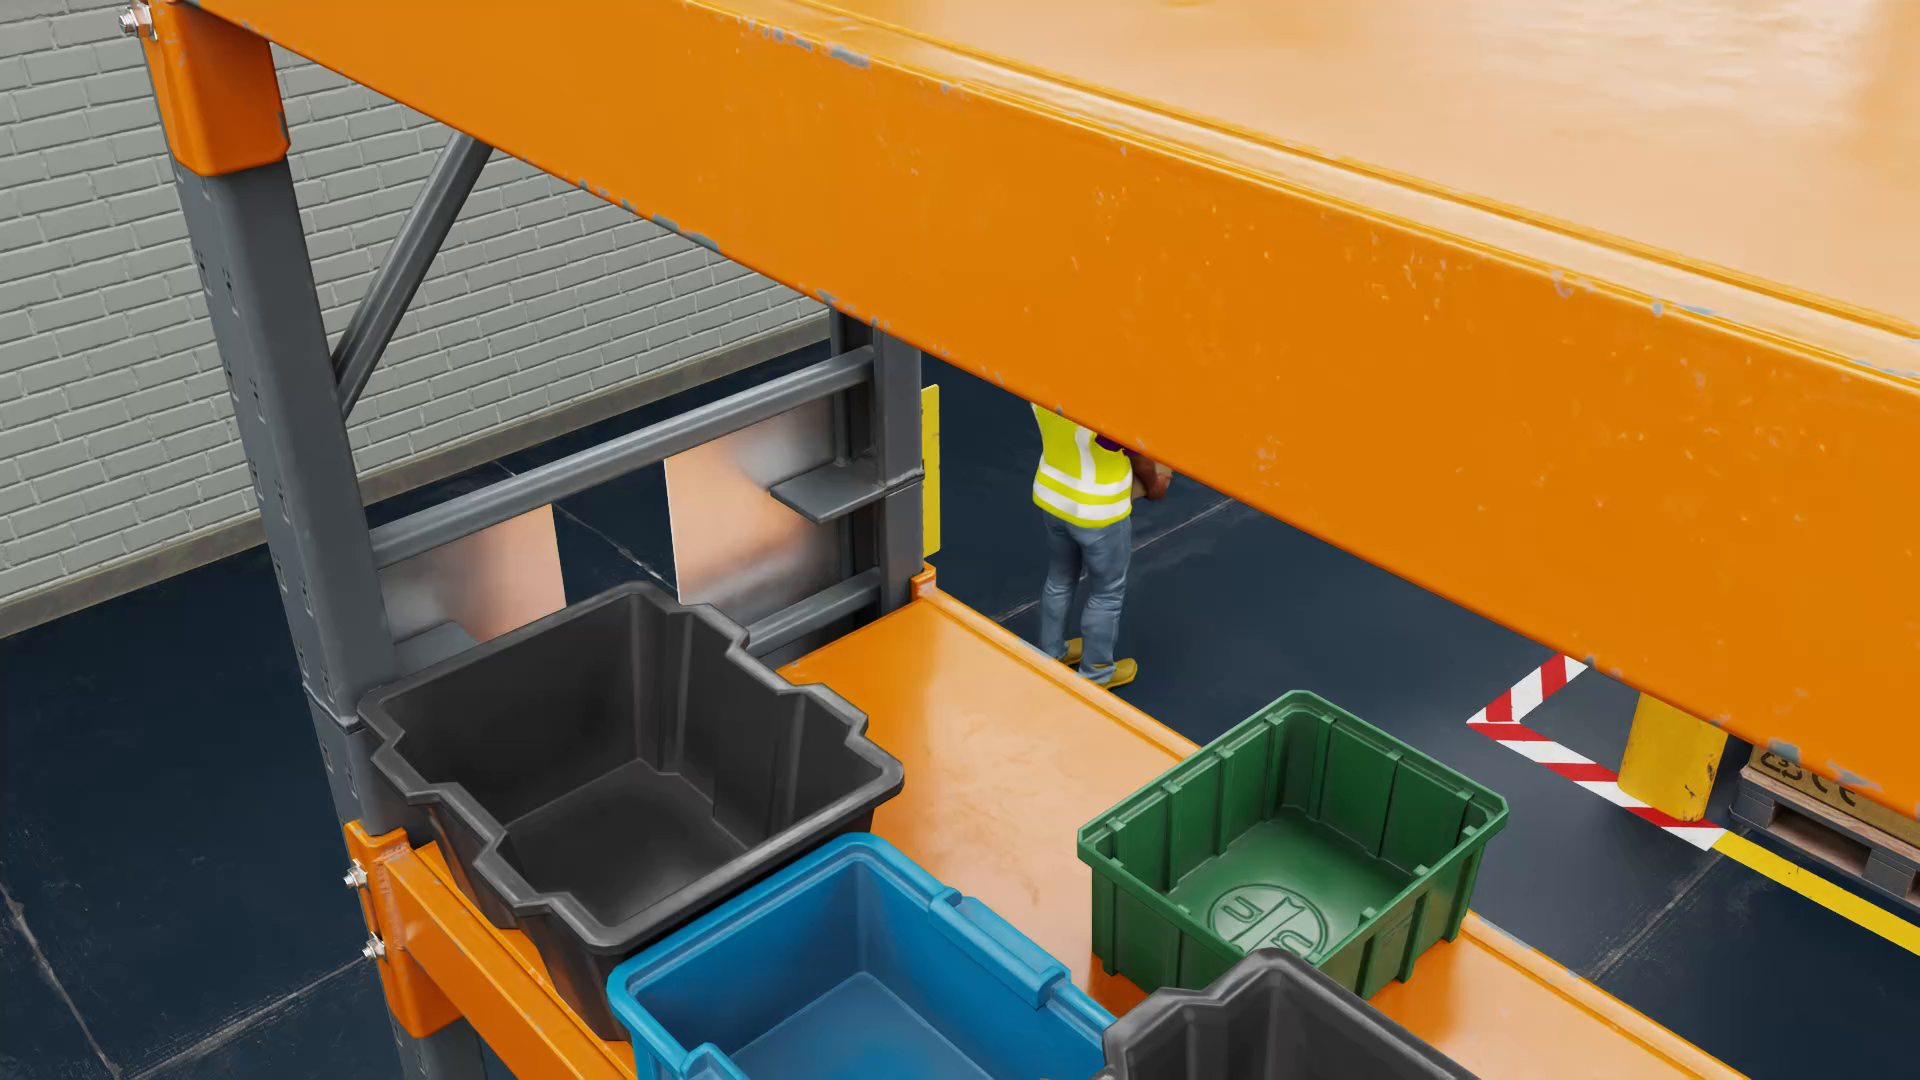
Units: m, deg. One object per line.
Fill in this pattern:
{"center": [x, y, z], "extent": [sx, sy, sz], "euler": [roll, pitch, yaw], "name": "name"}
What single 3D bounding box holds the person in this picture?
{"center": [0.582, -0.186, 6.916], "extent": [0.567, 1.763, 0.505], "euler": [-26, 40, -36], "name": "person"}
